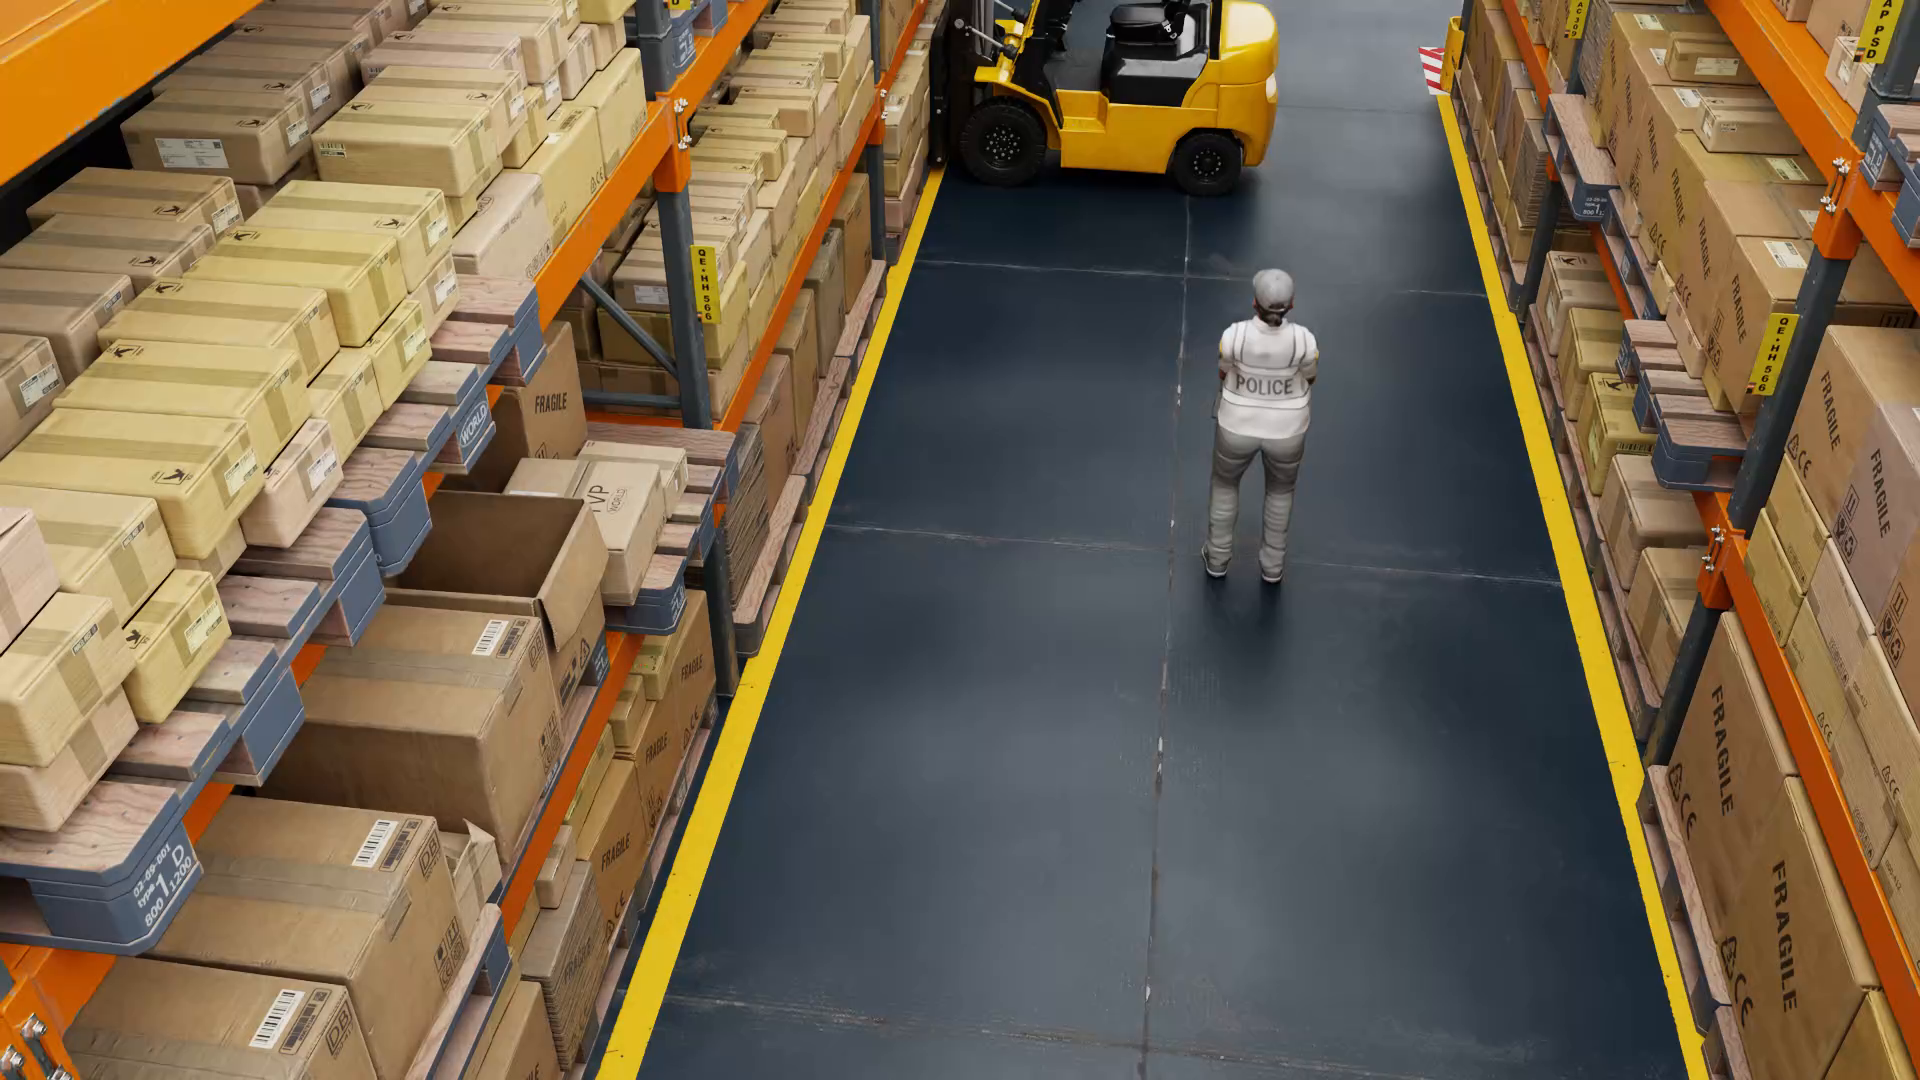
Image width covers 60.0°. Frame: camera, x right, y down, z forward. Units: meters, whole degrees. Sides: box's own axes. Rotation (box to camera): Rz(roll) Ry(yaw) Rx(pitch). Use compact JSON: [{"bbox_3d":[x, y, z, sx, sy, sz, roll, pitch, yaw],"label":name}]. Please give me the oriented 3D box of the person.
[{"bbox_3d":[1.409,-0.568,7.818,0.455,1.656,0.535,5,37,7],"label":"person"}]
